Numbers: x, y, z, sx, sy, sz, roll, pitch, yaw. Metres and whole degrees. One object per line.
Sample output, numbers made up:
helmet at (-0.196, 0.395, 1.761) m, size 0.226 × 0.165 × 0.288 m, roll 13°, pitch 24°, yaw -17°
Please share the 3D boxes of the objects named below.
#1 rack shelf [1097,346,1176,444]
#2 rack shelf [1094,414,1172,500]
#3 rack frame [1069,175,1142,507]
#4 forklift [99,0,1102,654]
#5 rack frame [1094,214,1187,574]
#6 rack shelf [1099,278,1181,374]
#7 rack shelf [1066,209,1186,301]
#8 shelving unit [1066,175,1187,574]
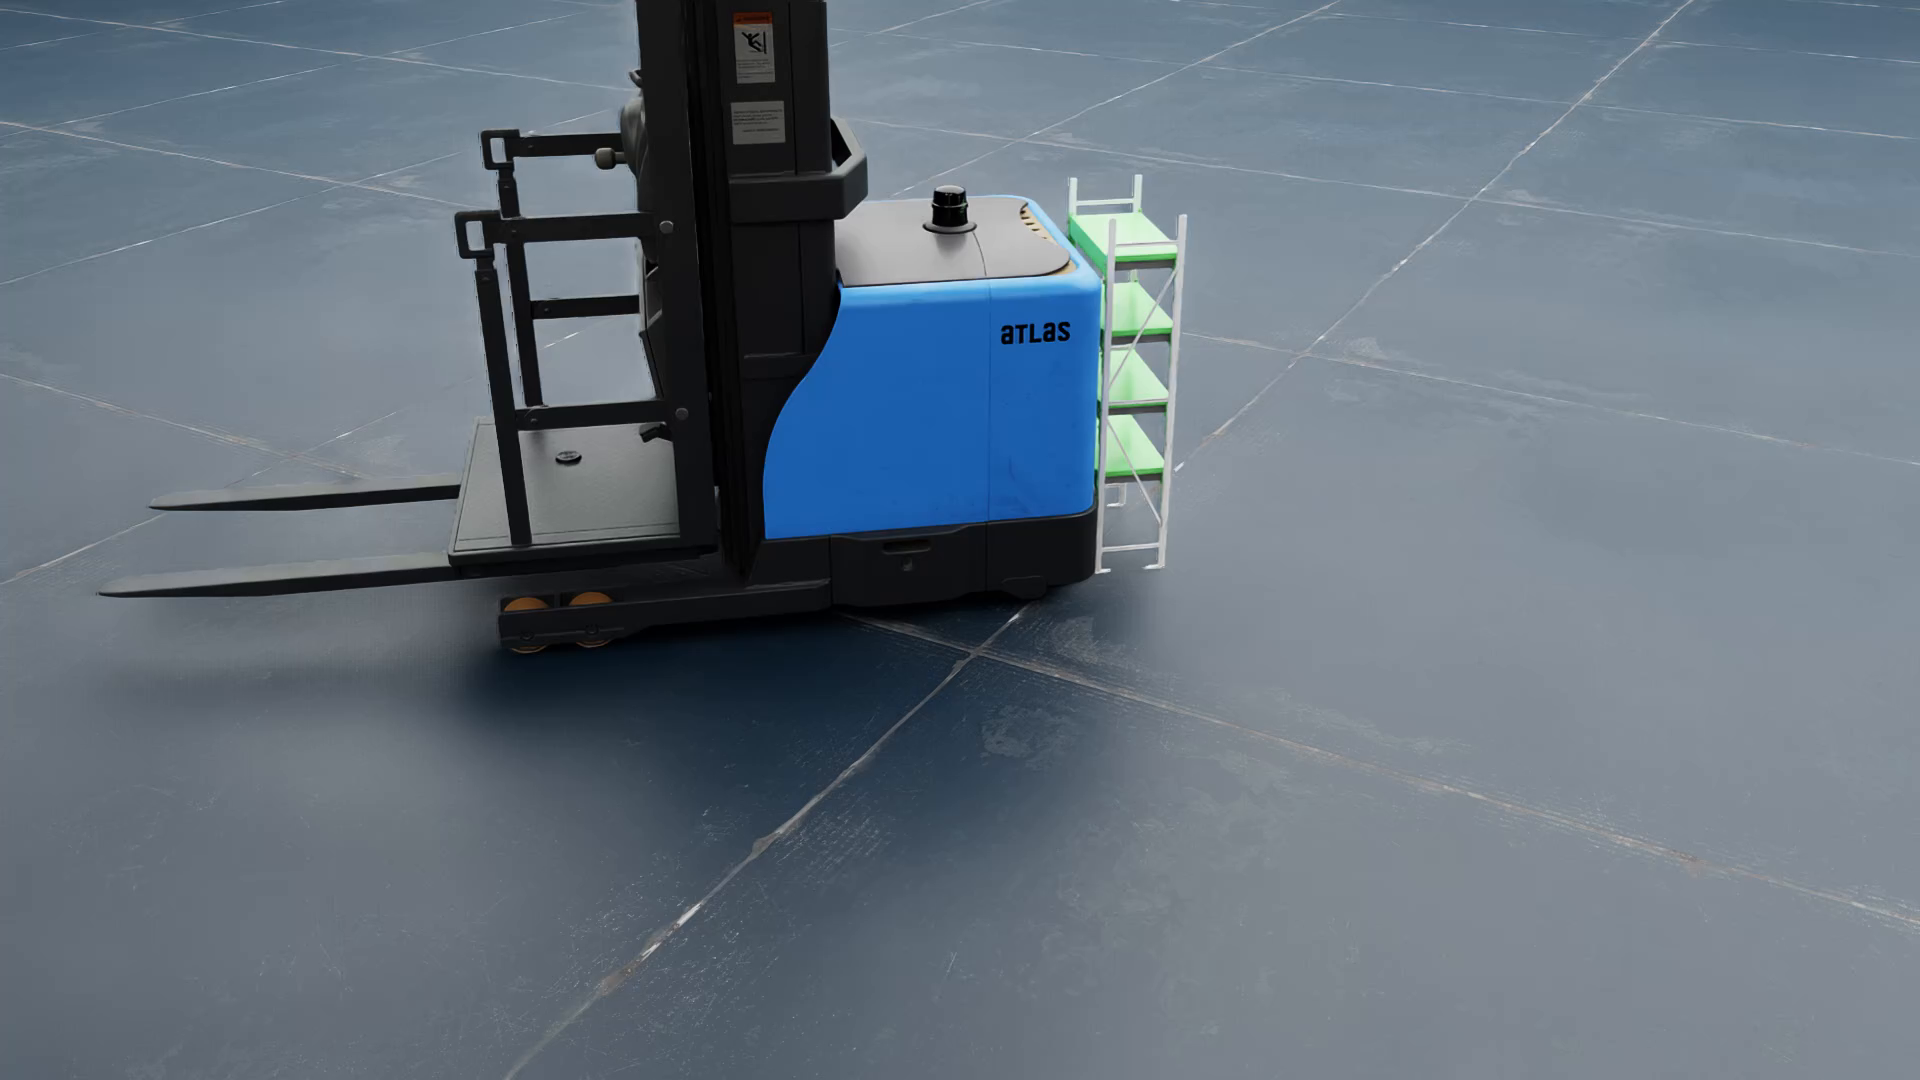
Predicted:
rack shelf at (0.522, -0.488, 5.526) m, size 0.258 × 0.148 × 0.480 m, roll -5°, pitch 27°, yaw -9°
rack shelf at (0.521, -0.273, 5.633) m, size 0.258 × 0.148 × 0.480 m, roll -5°, pitch 27°, yaw -9°
rack frame at (0.477, -0.652, 5.712) m, size 0.240 × 1.200 × 0.015 m, roll -5°, pitch 27°, yaw -9°
forklift at (-1.130, -1.222, 4.917) m, size 3.031 × 2.935 × 1.130 m, roll -5°, pitch 27°, yaw -9°
rack frame at (0.566, -0.437, 5.283) m, size 0.240 × 1.200 × 0.015 m, roll -5°, pitch 27°, yaw -9°
rack shelf at (0.522, -0.702, 5.419) m, size 0.258 × 0.148 × 0.480 m, roll -5°, pitch 27°, yaw -9°
rack shelf at (0.522, -0.917, 5.311) m, size 0.258 × 0.148 × 0.480 m, roll -5°, pitch 27°, yaw -9°
shelving unit at (0.522, -0.545, 5.497) m, size 0.258 × 1.200 × 0.503 m, roll -5°, pitch 27°, yaw -9°
